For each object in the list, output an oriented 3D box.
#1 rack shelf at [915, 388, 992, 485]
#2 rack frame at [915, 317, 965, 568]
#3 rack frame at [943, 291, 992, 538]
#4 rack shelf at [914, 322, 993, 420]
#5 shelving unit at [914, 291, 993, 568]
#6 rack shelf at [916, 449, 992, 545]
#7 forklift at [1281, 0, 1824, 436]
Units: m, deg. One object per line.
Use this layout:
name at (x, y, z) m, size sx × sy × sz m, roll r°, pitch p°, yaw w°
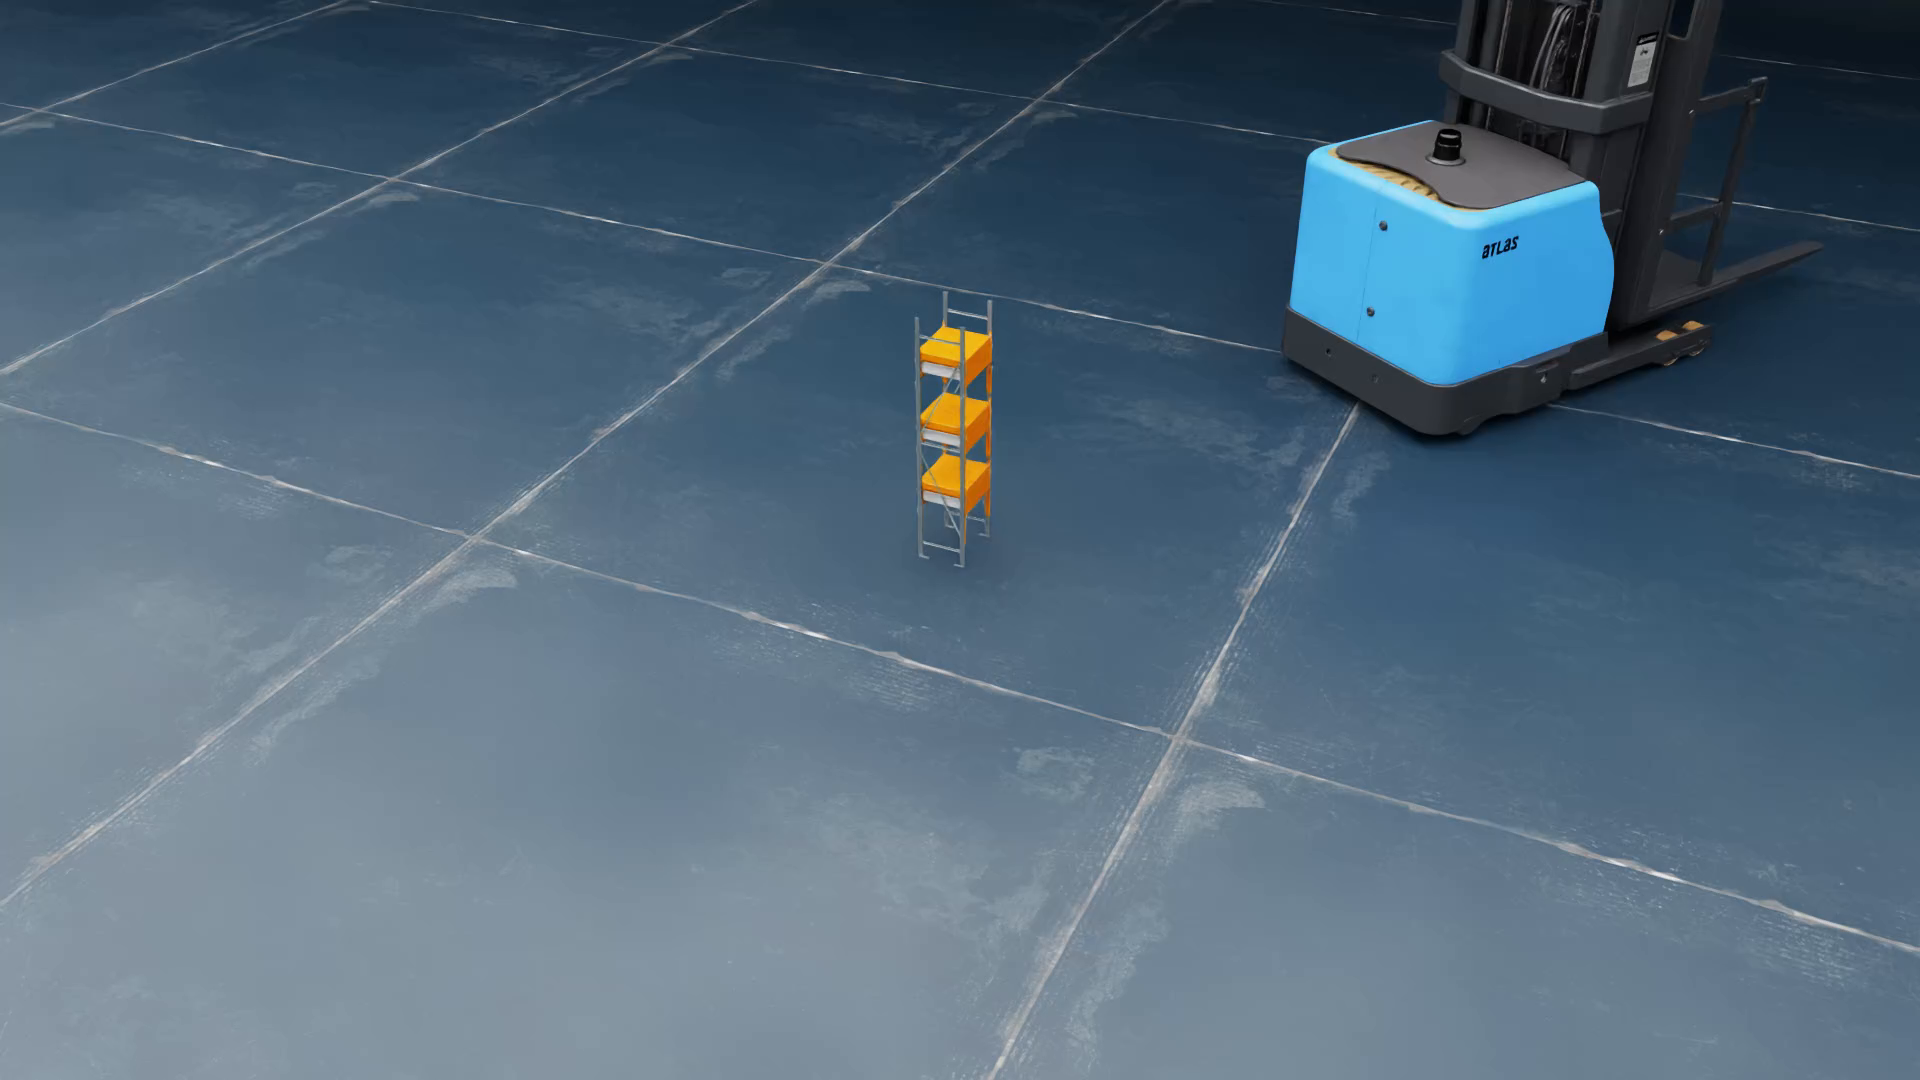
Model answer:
rack shelf at (-0.022, -0.404, 6.427) m, size 0.215 × 0.259 × 0.240 m, roll 14°, pitch 36°, yaw 20°
rack frame at (-0.073, -0.352, 6.329) m, size 0.200 × 1.050 × 0.008 m, roll 14°, pitch 36°, yaw 20°
rack frame at (0.029, -0.473, 6.514) m, size 0.200 × 1.050 × 0.008 m, roll 14°, pitch 36°, yaw 20°
rack shelf at (-0.022, -0.641, 6.272) m, size 0.215 × 0.259 × 0.240 m, roll 14°, pitch 36°, yaw 20°
shelving unit at (-0.022, -0.412, 6.421) m, size 0.215 × 1.050 × 0.252 m, roll 14°, pitch 36°, yaw 20°
rack shelf at (-0.022, -0.171, 6.580) m, size 0.215 × 0.259 × 0.240 m, roll 14°, pitch 36°, yaw 20°
forklift at (3.065, -2.292, 7.573) m, size 3.031 × 2.935 × 1.130 m, roll -19°, pitch 38°, yaw -27°
